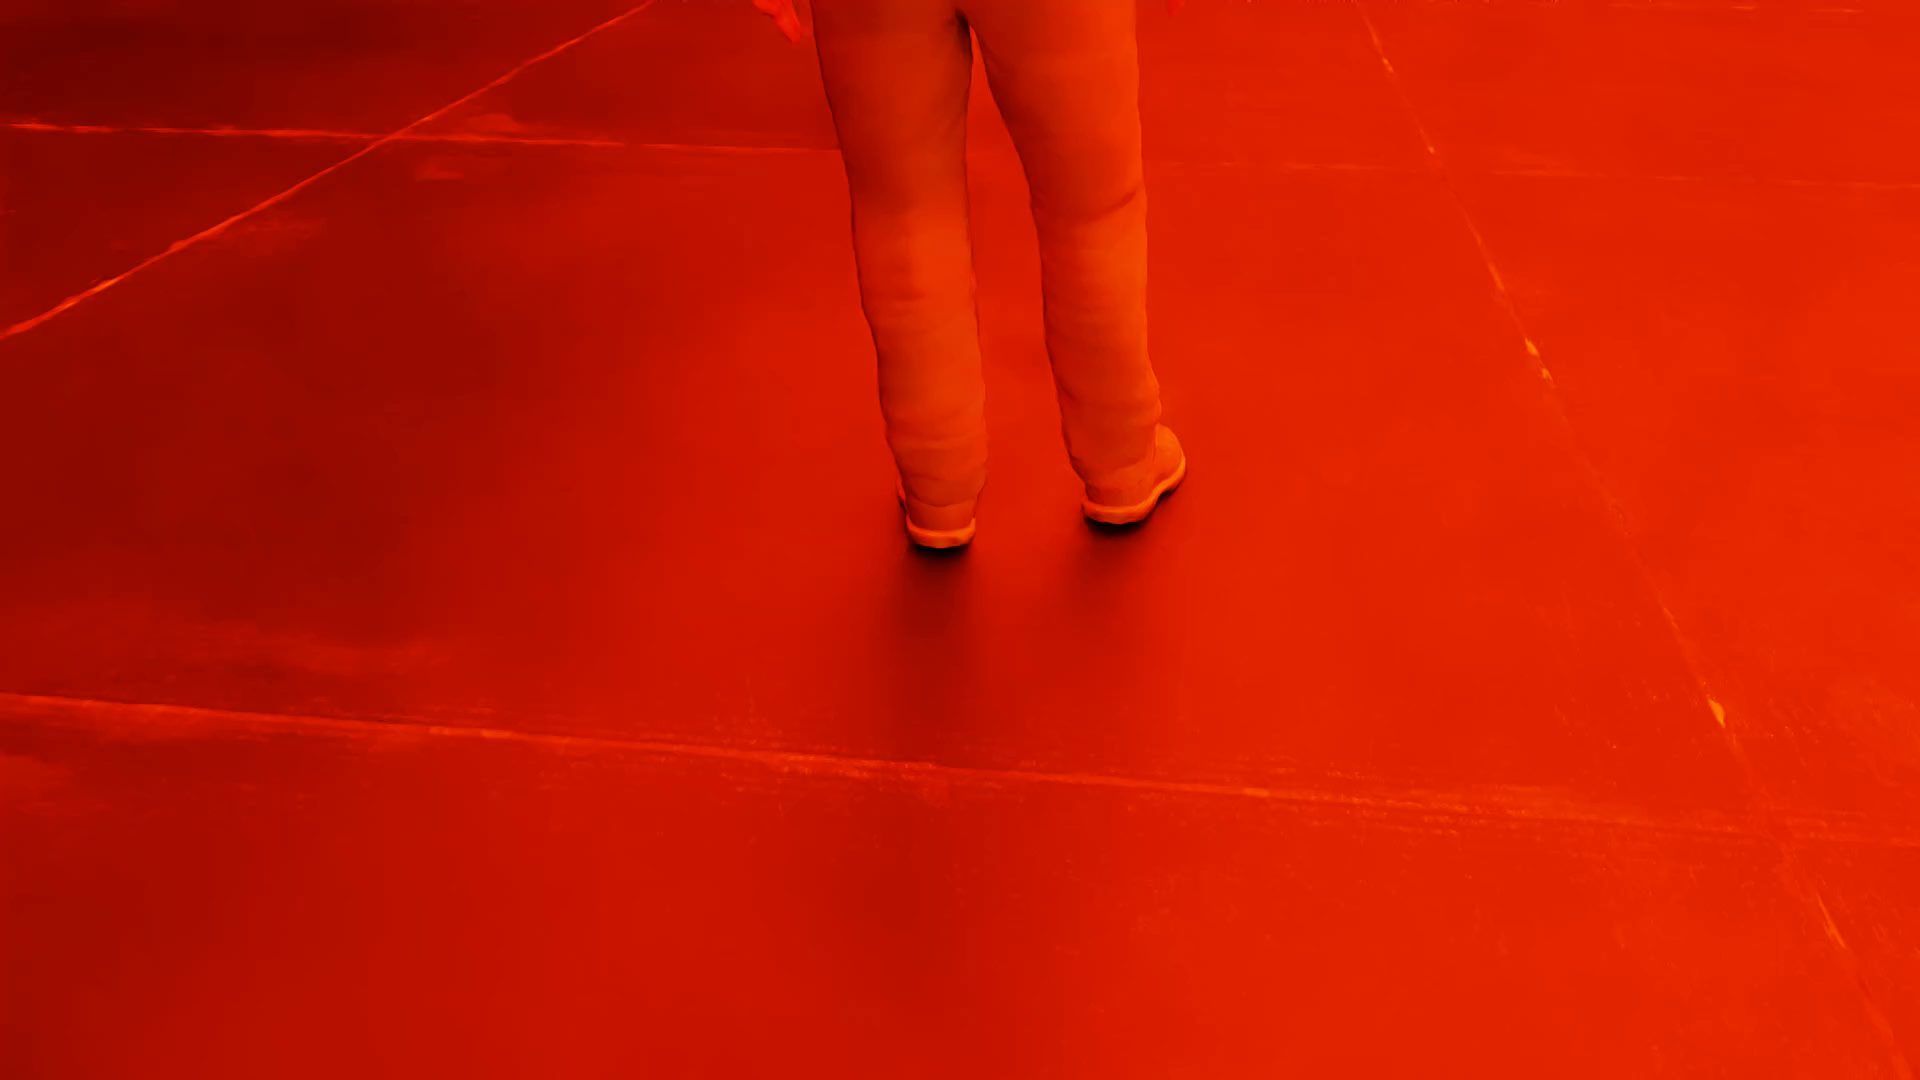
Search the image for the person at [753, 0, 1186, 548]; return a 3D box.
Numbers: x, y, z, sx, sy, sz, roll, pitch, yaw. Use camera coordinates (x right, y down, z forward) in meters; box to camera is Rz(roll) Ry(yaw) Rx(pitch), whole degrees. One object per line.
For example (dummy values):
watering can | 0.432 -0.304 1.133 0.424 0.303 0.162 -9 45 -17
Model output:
person | 0.024 -0.819 2.189 0.640 1.727 0.550 3 27 7
